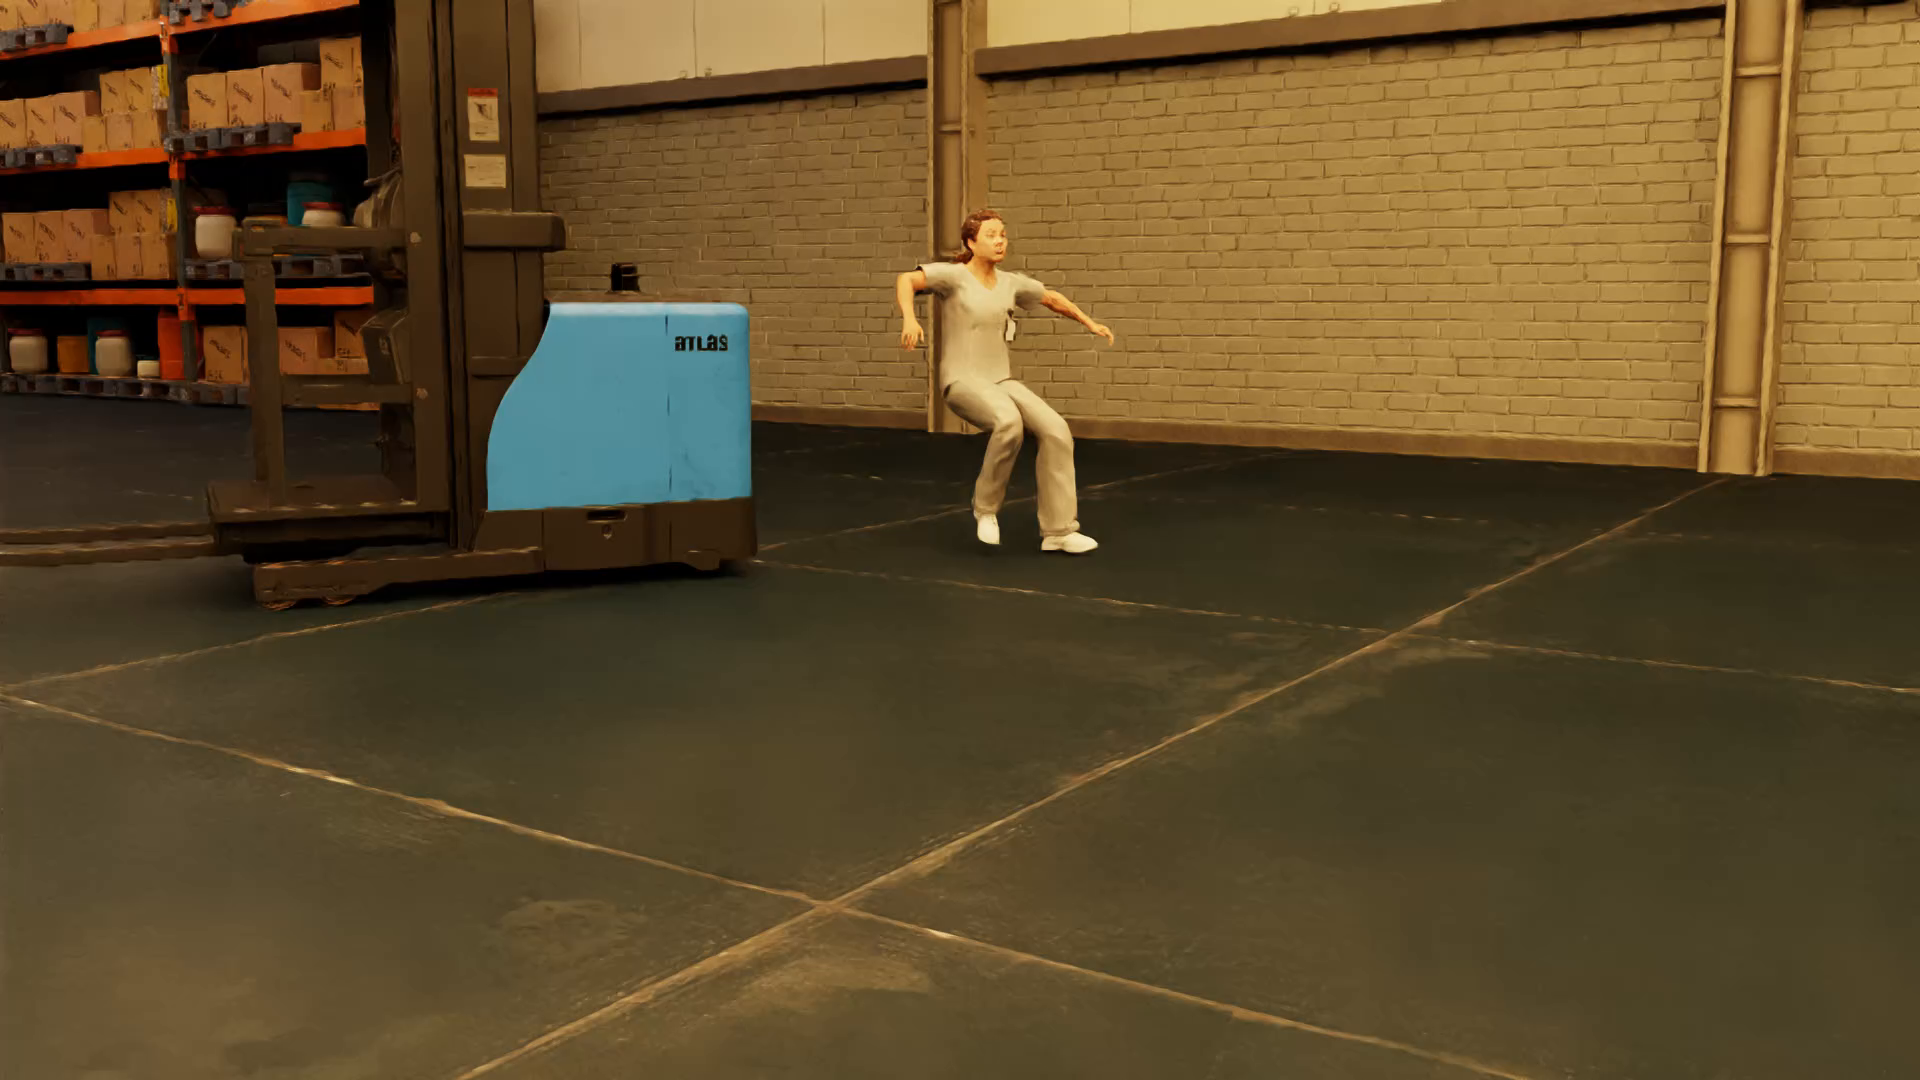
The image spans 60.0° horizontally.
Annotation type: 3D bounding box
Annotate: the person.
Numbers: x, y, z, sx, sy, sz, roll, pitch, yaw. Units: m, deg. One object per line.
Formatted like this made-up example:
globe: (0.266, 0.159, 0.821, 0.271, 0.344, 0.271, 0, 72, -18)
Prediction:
person: (0.238, -0.692, 7.212, 1.082, 1.481, 0.800, -6, 10, -37)

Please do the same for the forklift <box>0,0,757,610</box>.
forklift: (-2.375, -1.289, 6.259, 3.031, 2.935, 1.130, -4, 9, -25)
